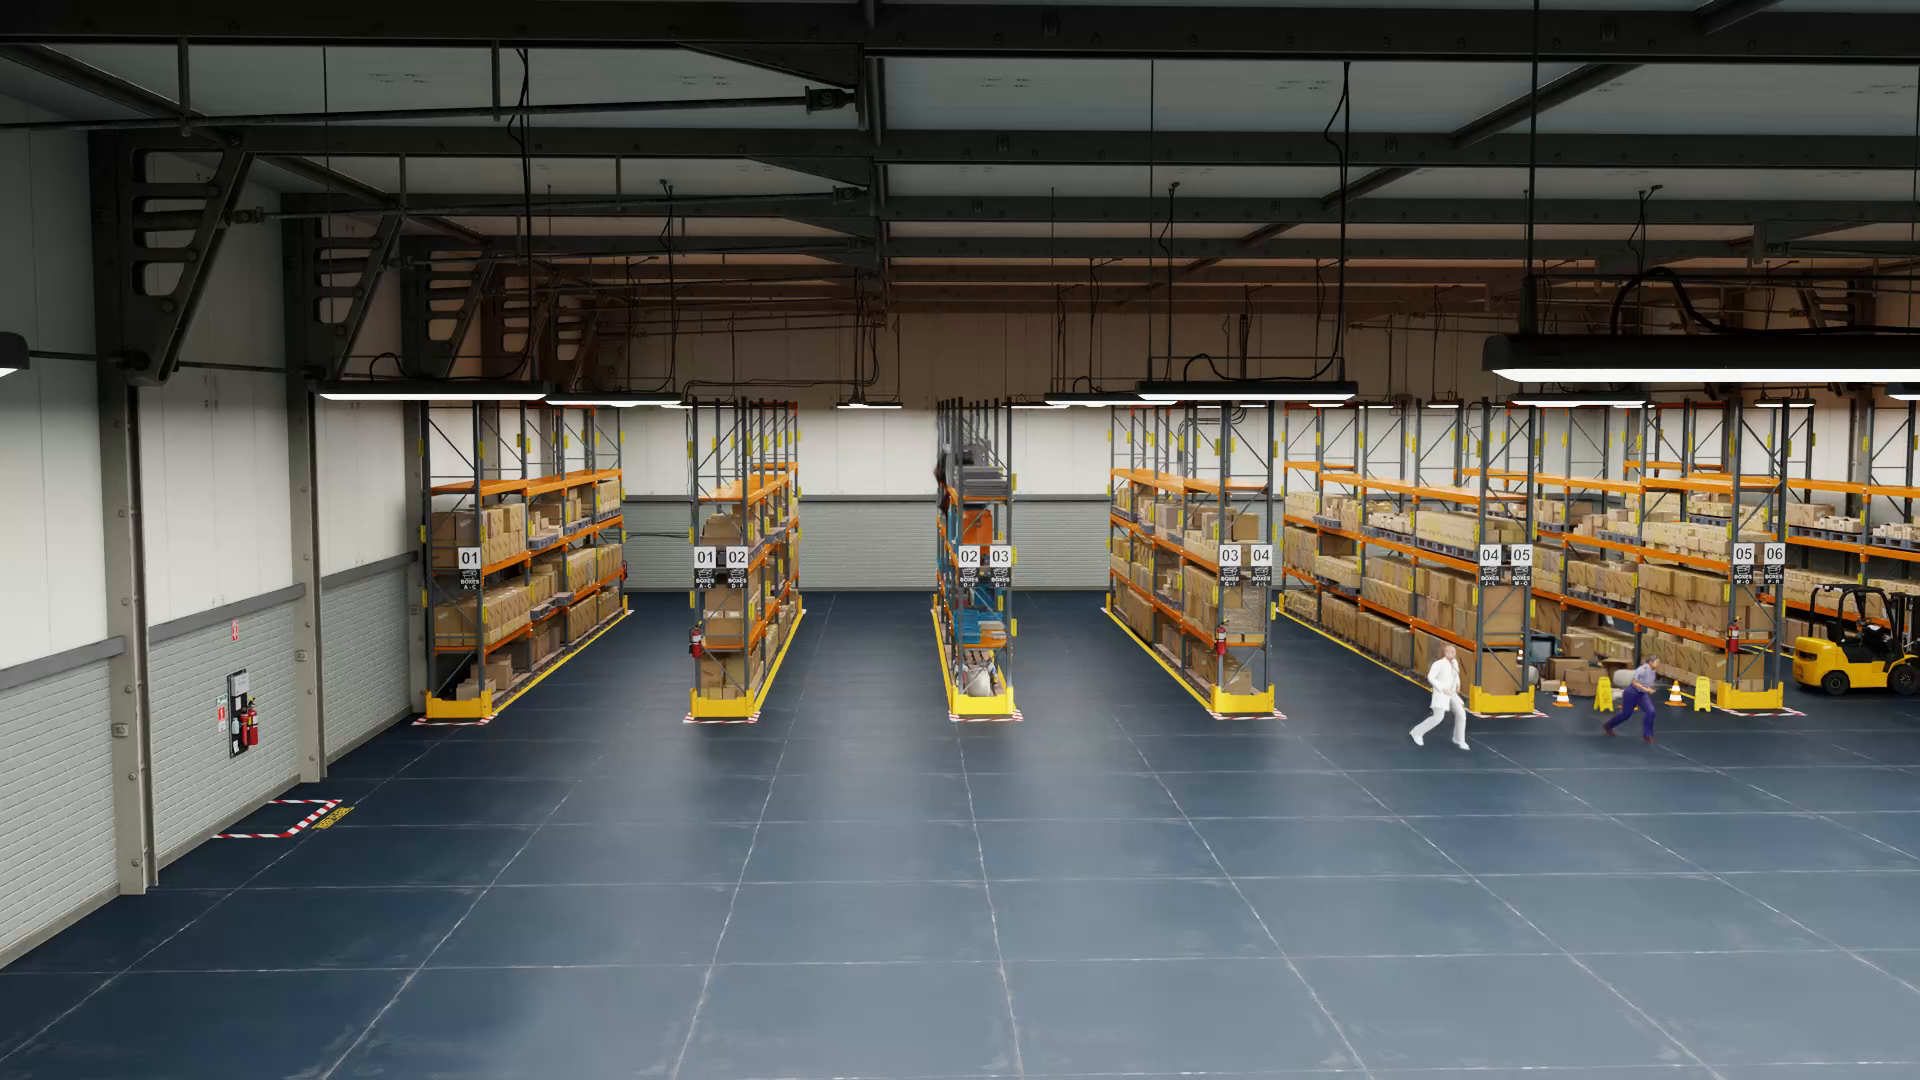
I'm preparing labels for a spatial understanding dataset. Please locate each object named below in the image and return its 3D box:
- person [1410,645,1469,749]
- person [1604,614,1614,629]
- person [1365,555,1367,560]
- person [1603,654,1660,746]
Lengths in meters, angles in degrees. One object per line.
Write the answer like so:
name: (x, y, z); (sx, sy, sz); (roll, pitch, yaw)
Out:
person: (8.237, 2.681, 28.350); (0.933, 1.781, 0.822); (-4, 6, -40)
person: (16.347, 1.576, 42.198); (0.588, 1.831, 0.835); (0, 4, -4)
person: (11.376, 1.264, 46.830); (0.658, 1.687, 0.716); (-1, 5, -14)
person: (11.657, 2.743, 28.845); (0.648, 1.613, 0.962); (-4, 6, -43)
